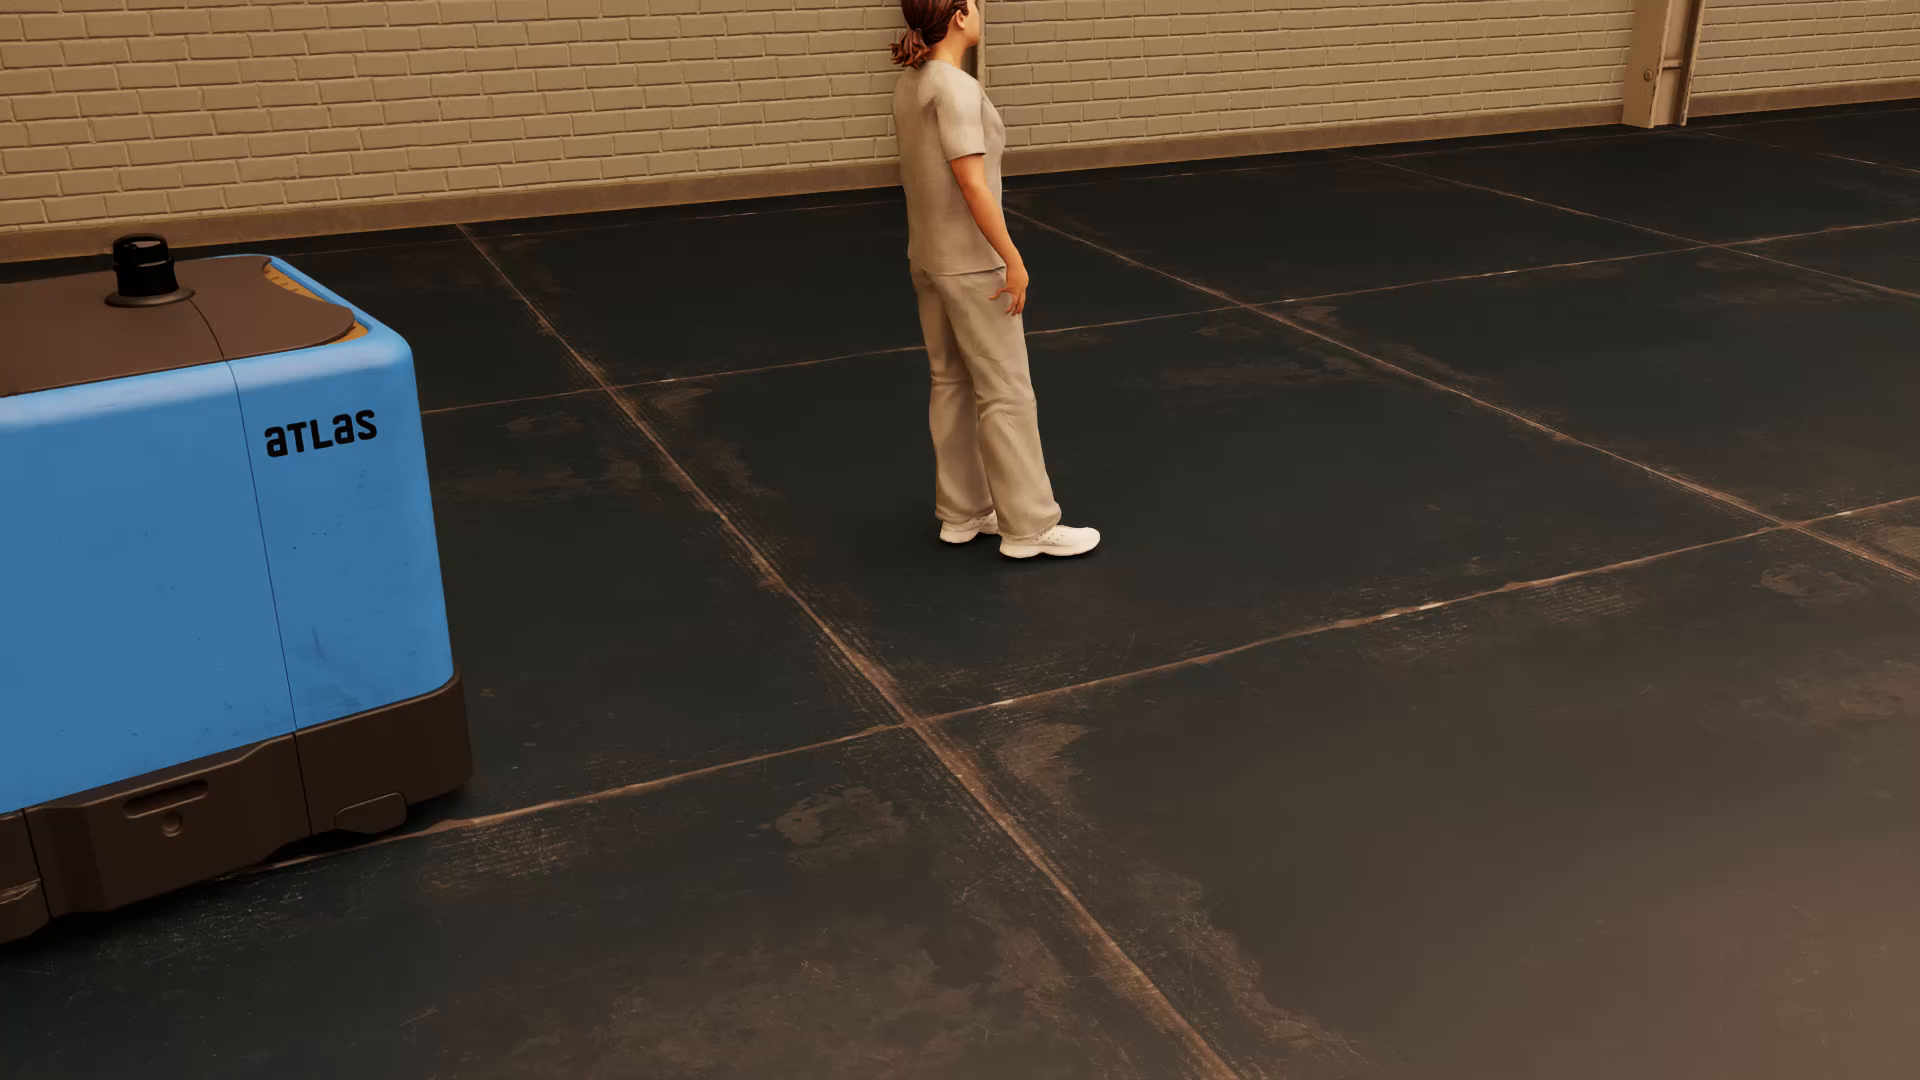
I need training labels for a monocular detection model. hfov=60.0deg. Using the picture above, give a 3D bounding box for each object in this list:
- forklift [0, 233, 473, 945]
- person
[{"bbox_3d":[-2.567,-0.577,2.675,3.031,2.935,1.130,-16,27,-33],"label":"forklift"},{"bbox_3d":[0.072,-0.788,4.800,0.549,1.675,0.550,-10,25,-23],"label":"person"}]
